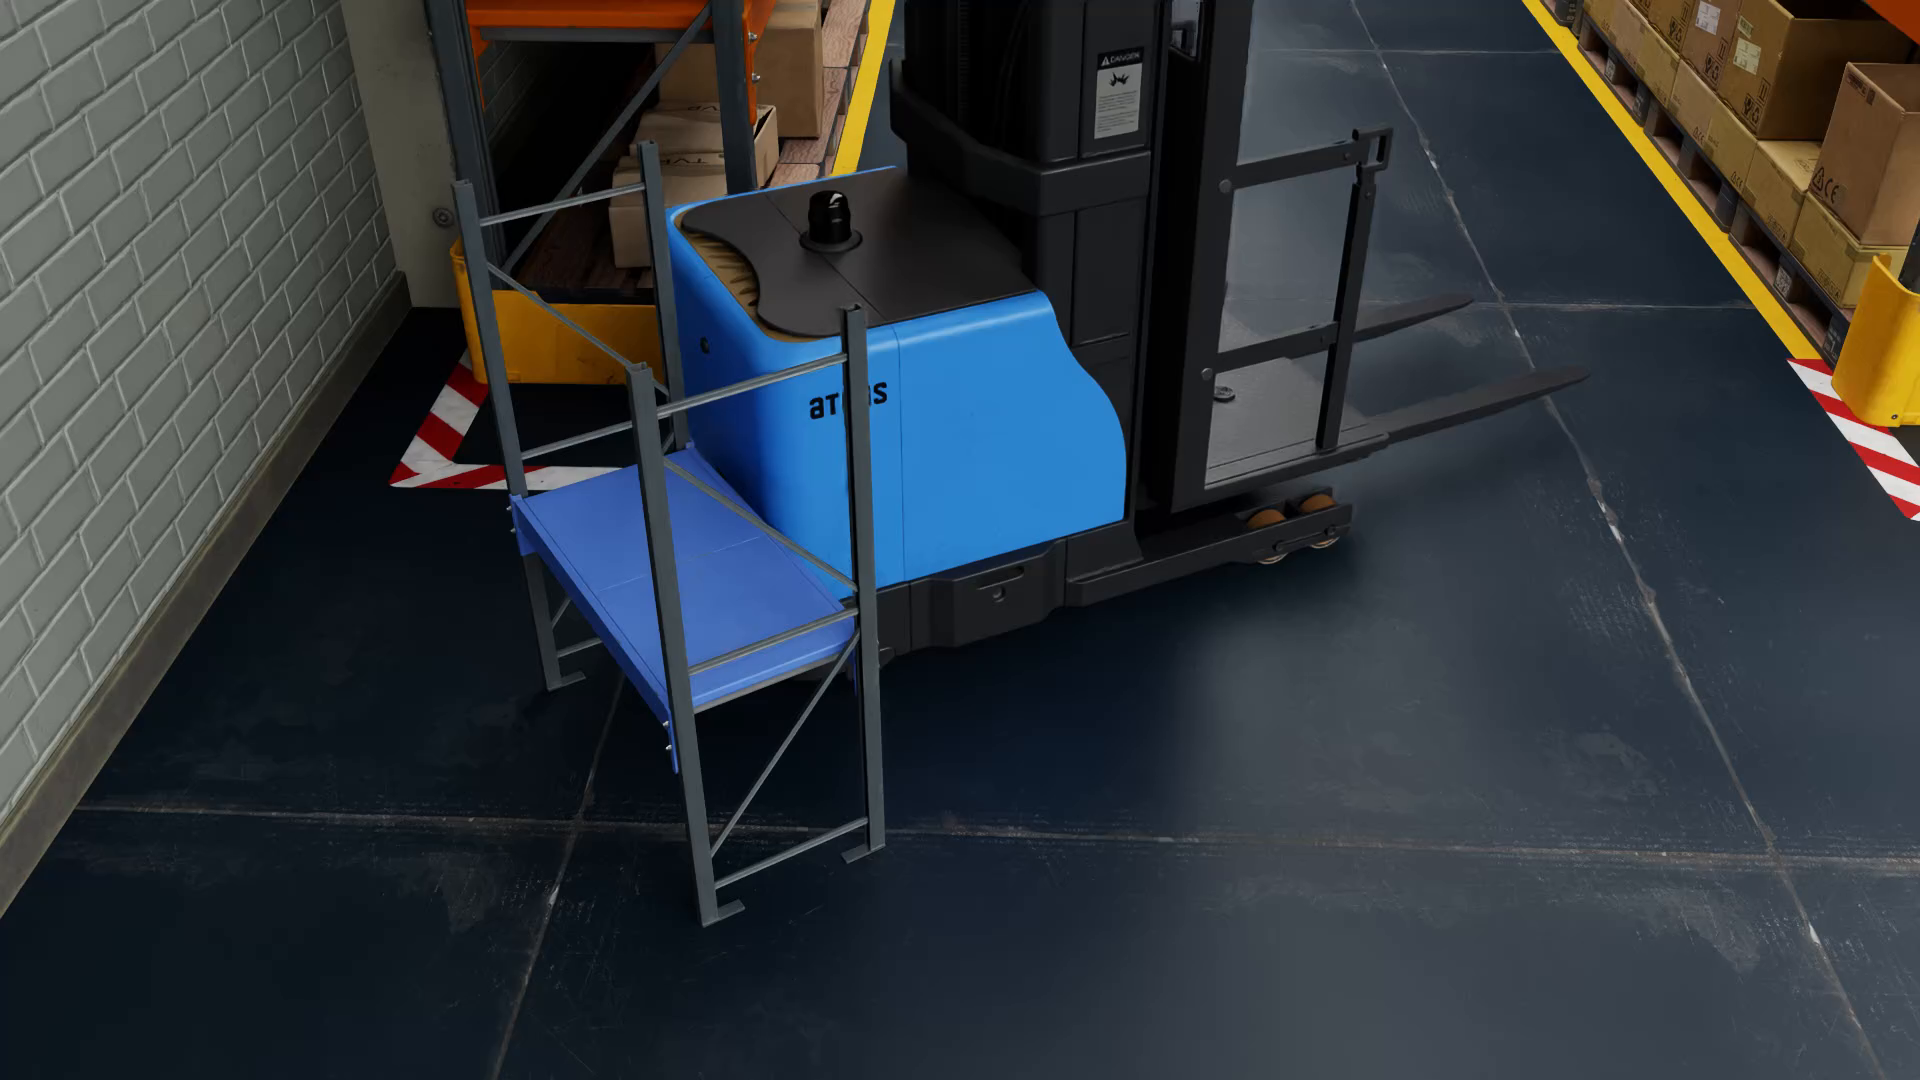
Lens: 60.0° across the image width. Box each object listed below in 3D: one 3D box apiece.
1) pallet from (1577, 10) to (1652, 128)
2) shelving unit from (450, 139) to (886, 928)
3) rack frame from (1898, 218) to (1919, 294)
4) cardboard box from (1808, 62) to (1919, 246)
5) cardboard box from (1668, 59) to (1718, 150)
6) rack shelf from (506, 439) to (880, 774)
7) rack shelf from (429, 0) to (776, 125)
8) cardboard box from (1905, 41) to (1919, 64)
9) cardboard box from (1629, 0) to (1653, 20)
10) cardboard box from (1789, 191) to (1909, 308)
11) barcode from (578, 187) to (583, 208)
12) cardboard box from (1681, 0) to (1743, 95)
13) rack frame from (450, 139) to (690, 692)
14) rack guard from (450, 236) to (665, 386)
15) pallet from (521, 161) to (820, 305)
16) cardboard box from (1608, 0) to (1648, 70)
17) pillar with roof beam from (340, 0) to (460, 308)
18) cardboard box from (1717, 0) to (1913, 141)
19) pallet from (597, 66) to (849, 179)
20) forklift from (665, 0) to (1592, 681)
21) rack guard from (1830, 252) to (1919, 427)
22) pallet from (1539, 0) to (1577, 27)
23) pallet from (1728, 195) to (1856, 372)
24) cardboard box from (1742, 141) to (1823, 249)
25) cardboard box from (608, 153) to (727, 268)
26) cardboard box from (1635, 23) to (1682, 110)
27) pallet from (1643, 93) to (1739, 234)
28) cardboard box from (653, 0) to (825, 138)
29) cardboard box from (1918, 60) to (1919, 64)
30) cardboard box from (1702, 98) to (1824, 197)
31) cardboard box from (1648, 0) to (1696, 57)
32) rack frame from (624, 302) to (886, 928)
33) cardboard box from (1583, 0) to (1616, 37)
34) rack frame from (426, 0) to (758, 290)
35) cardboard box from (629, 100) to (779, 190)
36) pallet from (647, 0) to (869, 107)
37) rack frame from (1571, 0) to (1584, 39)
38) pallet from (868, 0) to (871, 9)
[{"bbox_3d":[3.837,-2.427,8.519,1.003,0.211,1.213,1,35,2],"label":"pallet"},{"bbox_3d":[-0.677,-0.025,3.981,0.538,1.500,1.048,-20,40,-26],"label":"shelving unit"},{"bbox_3d":[3.750,-1.725,5.096,1.000,3.000,0.127,1,35,2],"label":"rack frame"},{"bbox_3d":[3.474,-1.394,5.999,0.500,0.500,0.500,1,35,2],"label":"cardboard box"},{"bbox_3d":[3.524,-1.949,7.441,0.500,0.250,0.500,1,35,2],"label":"cardboard box"},{"bbox_3d":[-0.677,0.122,4.085,0.538,0.185,1.000,-20,40,-26],"label":"rack shelf"},{"bbox_3d":[-1.120,-2.692,7.098,1.077,0.370,4.000,1,35,2],"label":"rack shelf"},{"bbox_3d":[4.019,-1.957,6.800,0.500,0.500,0.500,1,35,2],"label":"cardboard box"},{"bbox_3d":[3.567,-2.831,8.043,0.500,0.500,0.500,1,35,2],"label":"cardboard box"},{"bbox_3d":[3.476,-1.087,6.214,0.500,0.250,0.500,1,35,2],"label":"cardboard box"},{"bbox_3d":[-1.481,-1.336,6.491,0.001,0.075,0.075,1,35,2],"label":"barcode"},{"bbox_3d":[3.521,-2.256,7.226,0.500,0.500,0.500,1,35,2],"label":"cardboard box"},{"bbox_3d":[-0.947,-0.273,4.334,0.500,1.500,0.032,-20,40,-26],"label":"rack frame"},{"bbox_3d":[-1.197,-0.859,6.037,1.175,0.500,0.348,1,35,2],"label":"rack guard"},{"bbox_3d":[-1.129,-1.206,6.783,1.003,0.211,1.213,1,35,2],"label":"pallet"},{"bbox_3d":[3.564,-2.524,8.259,0.500,0.250,0.500,1,35,2],"label":"cardboard box"},{"bbox_3d":[2.265,-4.615,3.990,9.100,9.000,0.400,1,35,2],"label":"pillar with roof beam"},{"bbox_3d":[3.500,-1.969,6.817,0.500,0.500,0.500,1,35,2],"label":"cardboard box"},{"bbox_3d":[-1.077,-1.906,7.778,1.003,0.211,1.213,1,35,2],"label":"pallet"},{"bbox_3d":[0.655,-1.382,4.667,3.031,2.935,1.130,-16,38,-21],"label":"forklift"},{"bbox_3d":[3.749,-0.689,5.796,1.175,0.500,0.348,1,35,2],"label":"rack guard"},{"bbox_3d":[3.901,-3.307,9.772,1.003,0.211,1.213,1,35,2],"label":"pallet"},{"bbox_3d":[3.739,-1.025,6.525,1.003,0.211,1.213,1,35,2],"label":"pallet"},{"bbox_3d":[3.484,-1.375,6.624,0.500,0.250,0.500,1,35,2],"label":"cardboard box"},{"bbox_3d":[-1.082,-1.313,6.465,0.500,0.311,0.500,-2,35,-3],"label":"cardboard box"},{"bbox_3d":[3.539,-2.237,7.850,0.500,0.250,0.500,1,35,2],"label":"cardboard box"},{"bbox_3d":[3.791,-1.724,7.519,1.003,0.211,1.213,1,35,2],"label":"pallet"},{"bbox_3d":[-0.980,-2.138,7.475,0.700,0.500,0.500,-1,35,-1],"label":"cardboard box"},{"bbox_3d":[4.012,-1.669,6.391,0.500,0.500,0.500,1,35,2],"label":"cardboard box"},{"bbox_3d":[3.503,-1.662,7.032,0.500,0.250,0.500,1,35,2],"label":"cardboard box"},{"bbox_3d":[3.539,-2.544,7.634,0.500,0.500,0.500,1,35,2],"label":"cardboard box"},{"bbox_3d":[-0.406,0.222,3.629,0.500,1.500,0.032,-20,40,-26],"label":"rack frame"},{"bbox_3d":[3.589,-2.811,8.667,0.500,0.250,0.500,1,35,2],"label":"cardboard box"},{"bbox_3d":[-1.200,-1.838,5.256,1.000,3.000,0.127,1,35,2],"label":"rack frame"},{"bbox_3d":[-1.059,-1.641,6.932,0.500,0.311,0.500,4,35,6],"label":"cardboard box"},{"bbox_3d":[-1.031,-2.608,8.778,1.003,0.211,1.213,1,35,2],"label":"pallet"},{"bbox_3d":[3.911,-4.024,8.366,1.000,3.000,0.127,1,35,2],"label":"rack frame"},{"bbox_3d":[-1.009,-3.442,9.964,1.003,0.211,1.213,1,35,2],"label":"pallet"}]
